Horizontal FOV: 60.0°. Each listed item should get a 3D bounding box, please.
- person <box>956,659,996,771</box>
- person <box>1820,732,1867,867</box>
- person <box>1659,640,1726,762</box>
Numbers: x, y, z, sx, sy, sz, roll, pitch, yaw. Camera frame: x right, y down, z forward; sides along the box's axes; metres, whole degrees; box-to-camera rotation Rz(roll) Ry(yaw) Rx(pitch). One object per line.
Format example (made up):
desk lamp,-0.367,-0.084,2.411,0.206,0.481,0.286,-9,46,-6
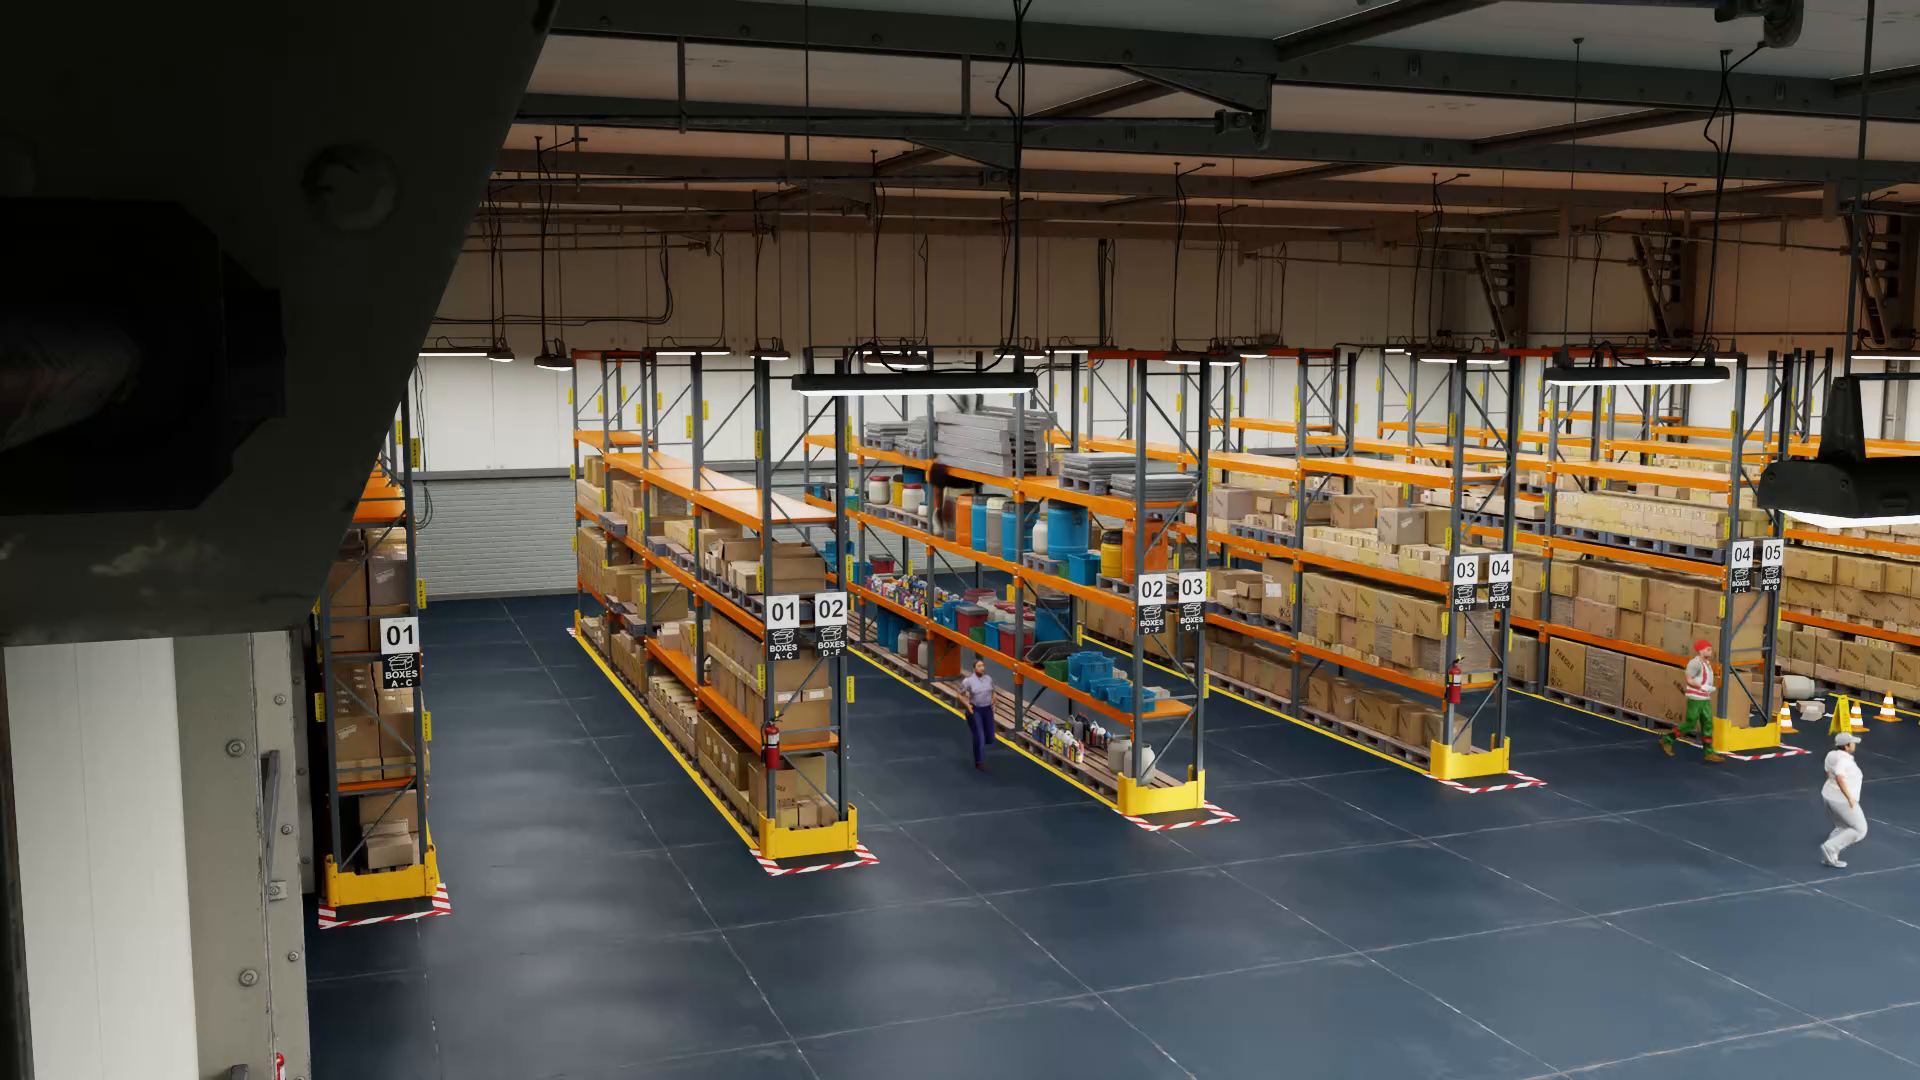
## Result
person,0.260,2.525,24.285,0.611,1.597,0.664,-3,8,-26
person,10.461,3.086,19.703,0.499,1.632,0.600,1,7,7
person,10.982,2.361,24.712,0.920,1.770,0.697,7,10,44
